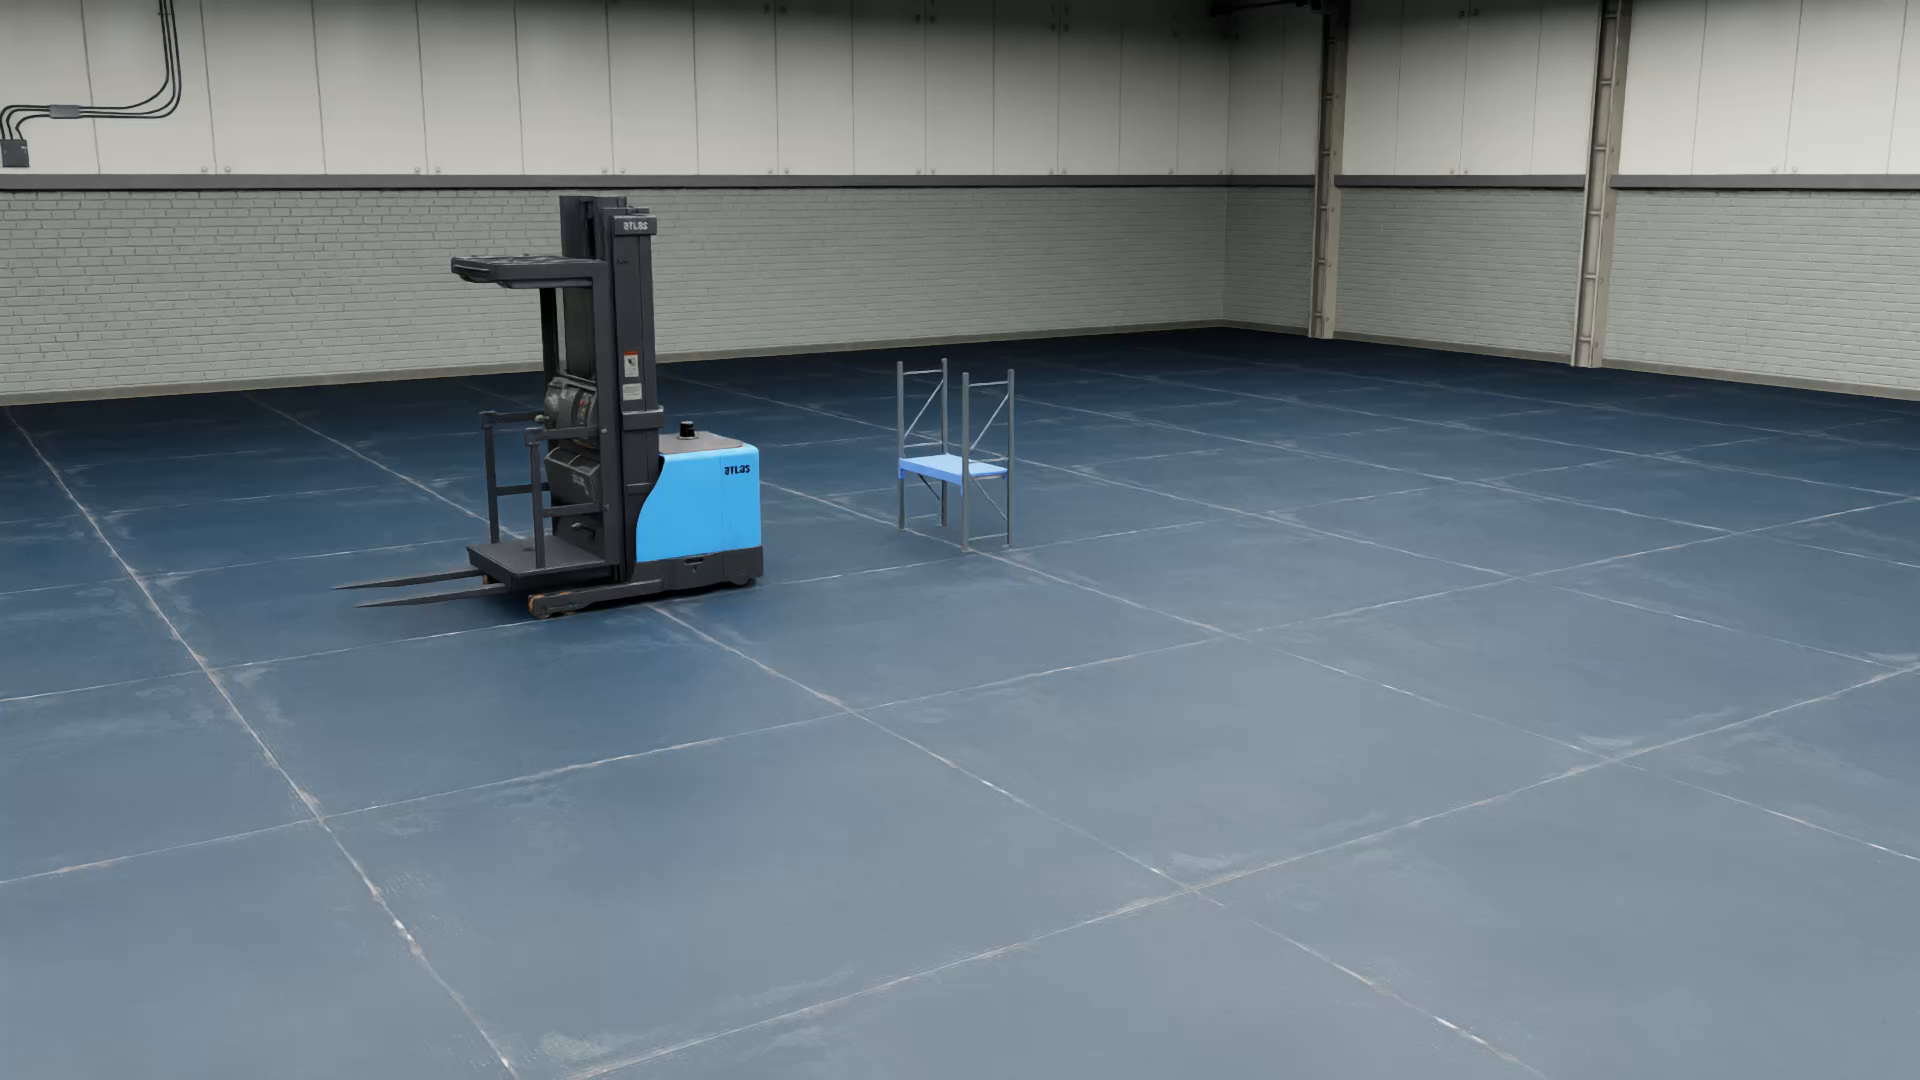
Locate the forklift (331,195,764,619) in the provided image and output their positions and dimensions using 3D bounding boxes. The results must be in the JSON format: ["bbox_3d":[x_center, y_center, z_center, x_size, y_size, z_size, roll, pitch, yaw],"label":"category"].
[{"bbox_3d":[-3.021,-1.002,12.082,3.031,2.935,1.130,-8,15,-33],"label":"forklift"}]

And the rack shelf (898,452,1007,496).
[{"bbox_3d":[-0.047,-0.572,14.309,0.538,0.185,1.000,-8,15,-33],"label":"rack shelf"}]

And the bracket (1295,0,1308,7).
[{"bbox_3d":[6.497,-10.118,31.138,0.235,0.232,0.430,-8,15,-33],"label":"bracket"}]

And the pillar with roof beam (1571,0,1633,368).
[{"bbox_3d":[6.763,-6.751,24.167,9.100,9.000,0.400,-8,15,-33],"label":"pillar with roof beam"}]

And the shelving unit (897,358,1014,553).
[{"bbox_3d":[-0.047,-0.748,14.271,0.538,1.500,1.048,-8,15,-33],"label":"shelving unit"}]

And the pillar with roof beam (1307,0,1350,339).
[{"bbox_3d":[3.439,-7.818,29.047,9.100,9.000,0.548,-8,15,-33],"label":"pillar with roof beam"}]

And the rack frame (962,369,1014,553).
[{"bbox_3d":[0.234,-0.657,13.857,0.500,1.500,0.032,-8,15,-33],"label":"rack frame"}]

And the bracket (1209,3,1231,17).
[{"bbox_3d":[5.184,-10.539,33.065,0.235,0.232,0.430,-8,15,-33],"label":"bracket"}]

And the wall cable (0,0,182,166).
[{"bbox_3d":[-11.820,-8.062,22.201,2.305,6.003,0.169,-8,15,-33],"label":"wall cable"}]

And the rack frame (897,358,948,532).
[{"bbox_3d":[-0.329,-0.838,14.684,0.500,1.500,0.032,-8,15,-33],"label":"rack frame"}]

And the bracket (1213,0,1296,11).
[{"bbox_3d":[5.512,-10.434,32.585,0.076,0.066,3.189,-8,15,-33],"label":"bracket"}]

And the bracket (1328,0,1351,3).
[{"bbox_3d":[6.957,-9.970,30.463,0.235,0.232,0.430,-8,15,-33],"label":"bracket"}]
